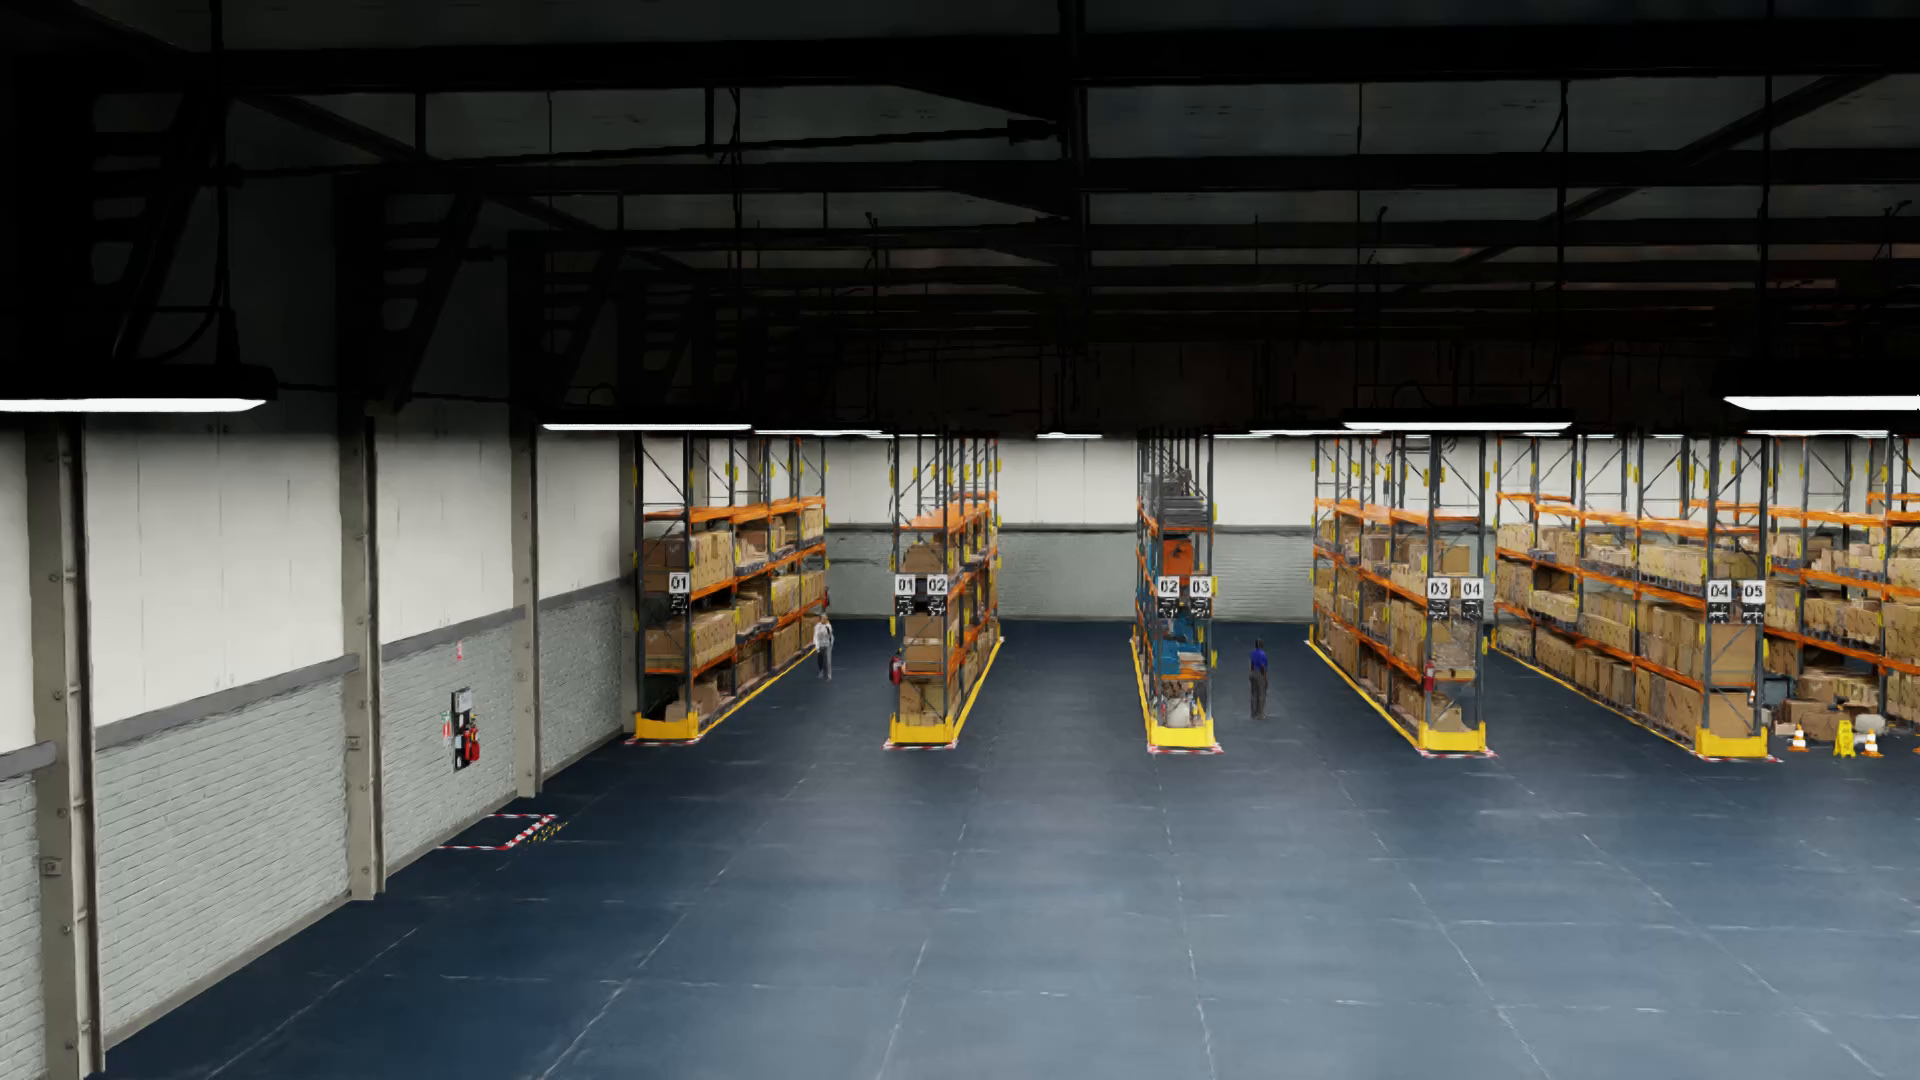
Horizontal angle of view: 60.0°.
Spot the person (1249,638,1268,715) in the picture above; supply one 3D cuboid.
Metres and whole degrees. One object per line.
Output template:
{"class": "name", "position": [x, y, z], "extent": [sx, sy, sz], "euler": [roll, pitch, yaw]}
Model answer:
{"class": "person", "position": [6.134, 2.806, 34.190], "extent": [0.310, 1.577, 0.494], "euler": [-2, 4, -24]}

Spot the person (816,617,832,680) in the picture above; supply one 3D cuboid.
{"class": "person", "position": [-3.244, 2.527, 39.655], "extent": [0.406, 1.579, 0.994], "euler": [0, 3, -3]}
